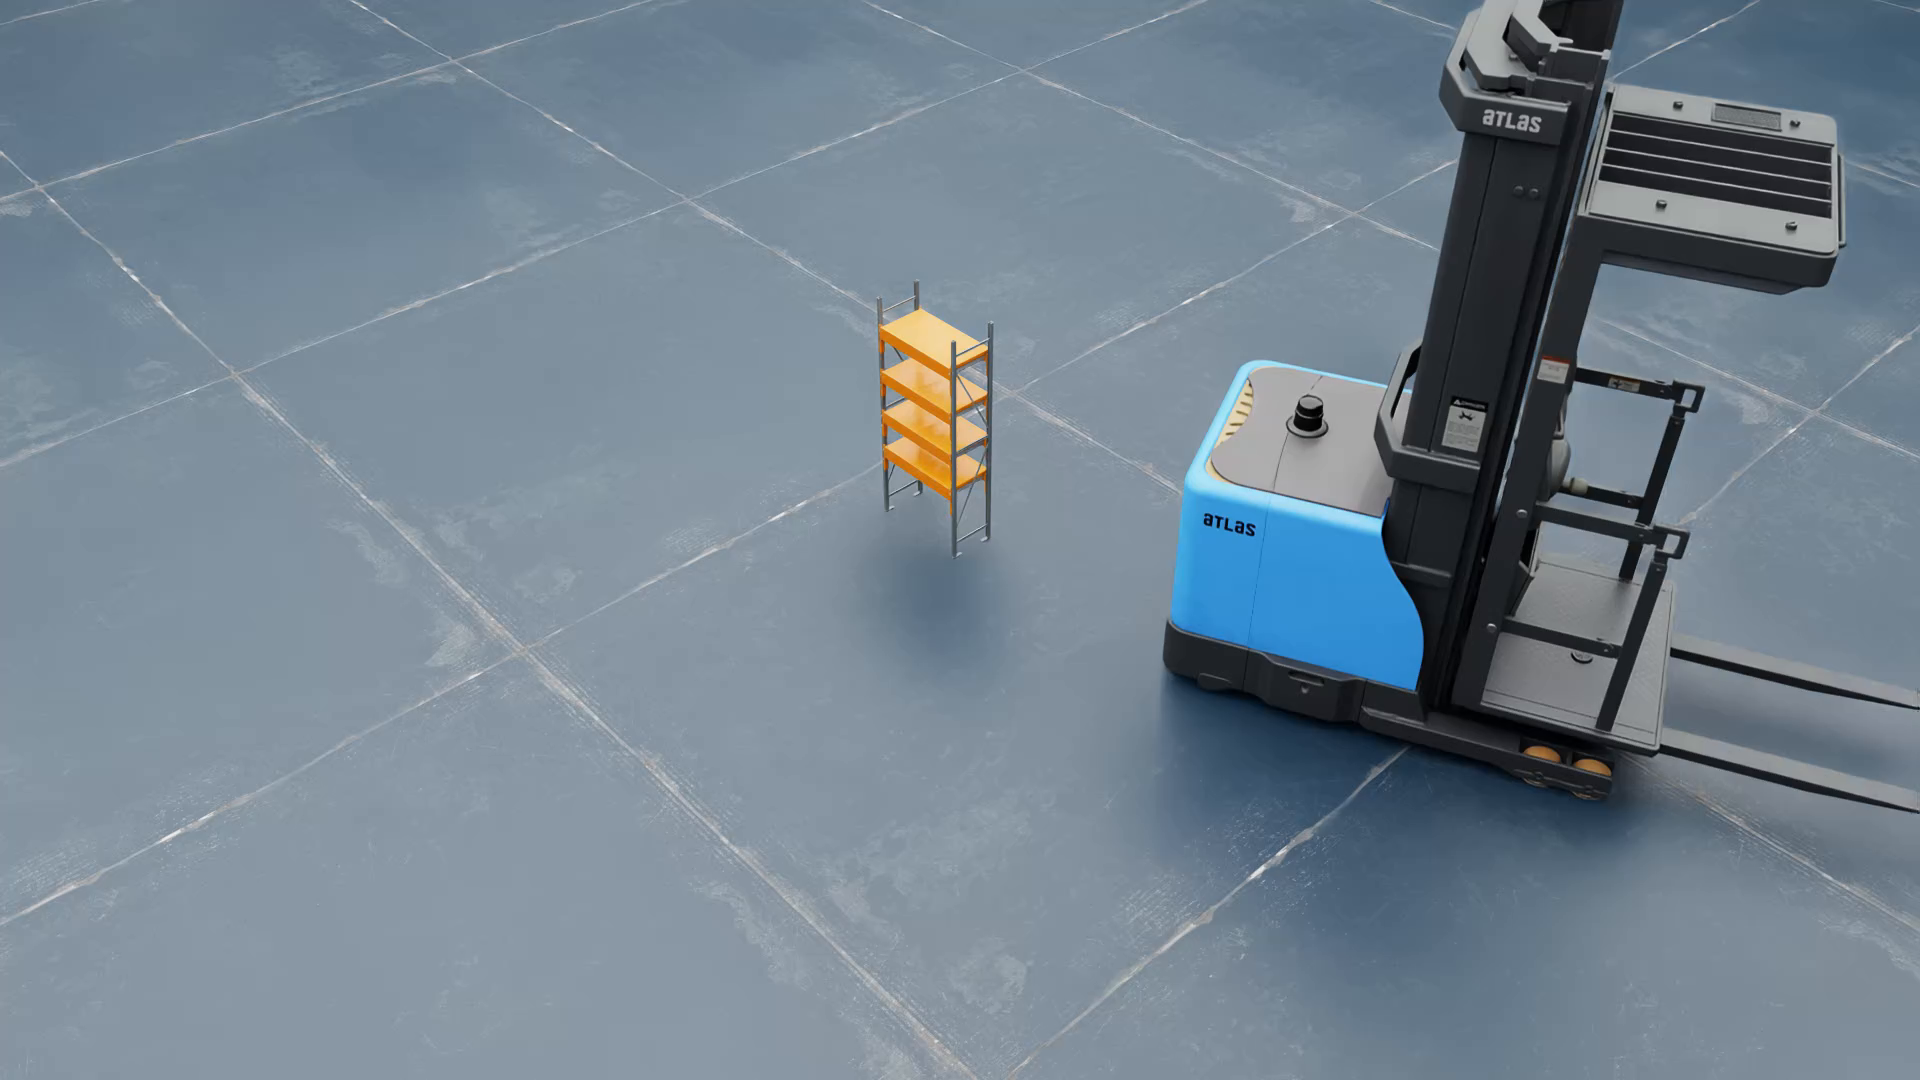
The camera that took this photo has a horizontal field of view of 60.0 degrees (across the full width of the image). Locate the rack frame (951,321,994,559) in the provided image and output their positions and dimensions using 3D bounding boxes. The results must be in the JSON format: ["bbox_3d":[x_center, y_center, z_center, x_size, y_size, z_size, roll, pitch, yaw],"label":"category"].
[{"bbox_3d":[0.053,-0.430,7.536,0.240,1.200,0.015,-30,48,-32],"label":"rack frame"}]

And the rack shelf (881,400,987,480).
[{"bbox_3d":[-0.112,-0.491,7.718,0.258,0.148,0.480,-30,48,-32],"label":"rack shelf"}]

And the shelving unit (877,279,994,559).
[{"bbox_3d":[-0.112,-0.543,7.676,0.258,1.200,0.503,-30,48,-32],"label":"shelving unit"}]

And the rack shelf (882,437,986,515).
[{"bbox_3d":[-0.112,-0.337,7.843,0.258,0.148,0.480,-30,48,-32],"label":"rack shelf"}]

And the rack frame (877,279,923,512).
[{"bbox_3d":[-0.277,-0.656,7.816,0.240,1.200,0.015,-30,48,-32],"label":"rack frame"}]

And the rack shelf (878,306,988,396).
[{"bbox_3d":[-0.112,-0.849,7.429,0.258,0.148,0.480,-30,48,-32],"label":"rack shelf"}]

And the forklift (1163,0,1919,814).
[{"bbox_3d":[2.447,-0.479,6.218,3.031,2.935,1.130,14,41,17],"label":"forklift"}]

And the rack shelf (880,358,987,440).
[{"bbox_3d":[-0.112,-0.665,7.577,0.258,0.148,0.480,-30,48,-32],"label":"rack shelf"}]
